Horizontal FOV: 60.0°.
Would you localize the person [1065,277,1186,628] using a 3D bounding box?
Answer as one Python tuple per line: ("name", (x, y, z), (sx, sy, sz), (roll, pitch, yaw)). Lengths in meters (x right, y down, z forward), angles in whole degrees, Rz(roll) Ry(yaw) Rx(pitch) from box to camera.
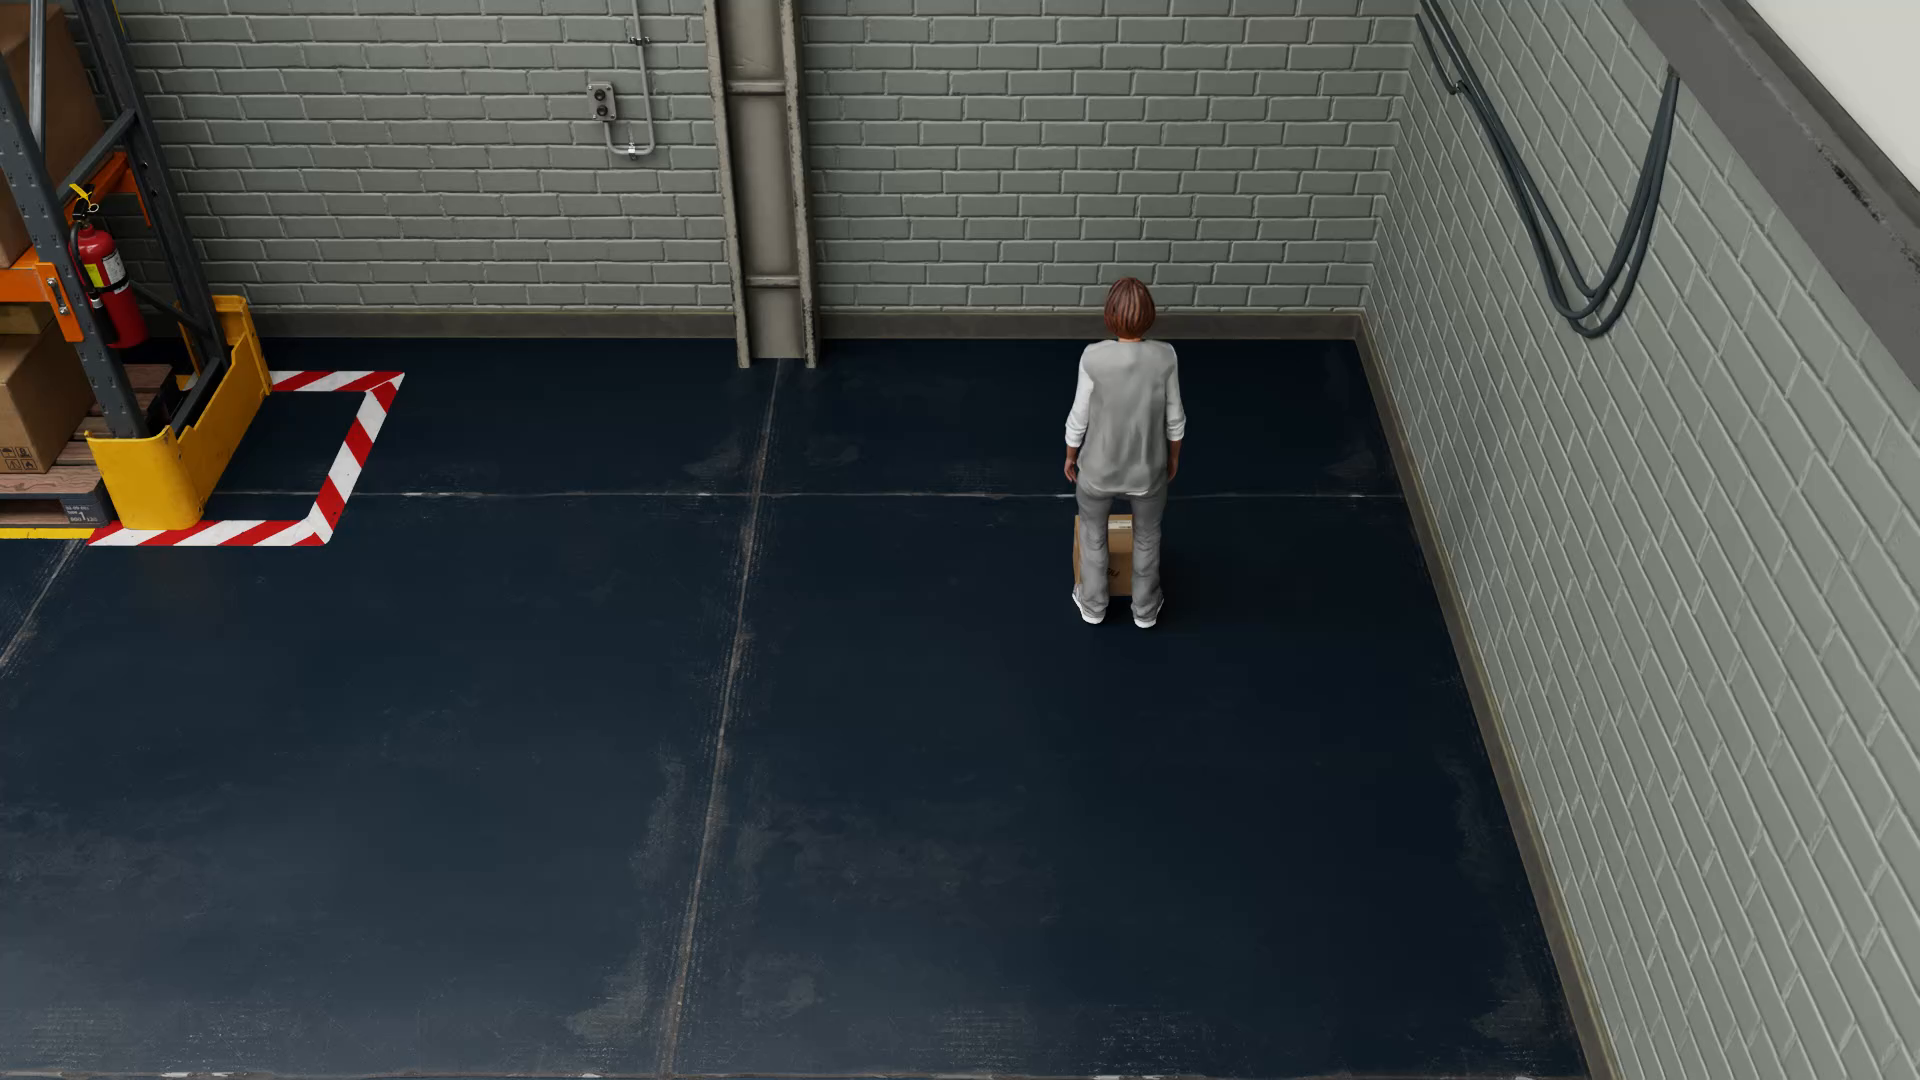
("person", (0.635, -0.299, 6.519), (0.461, 1.593, 0.364), (0, 40, 0))
